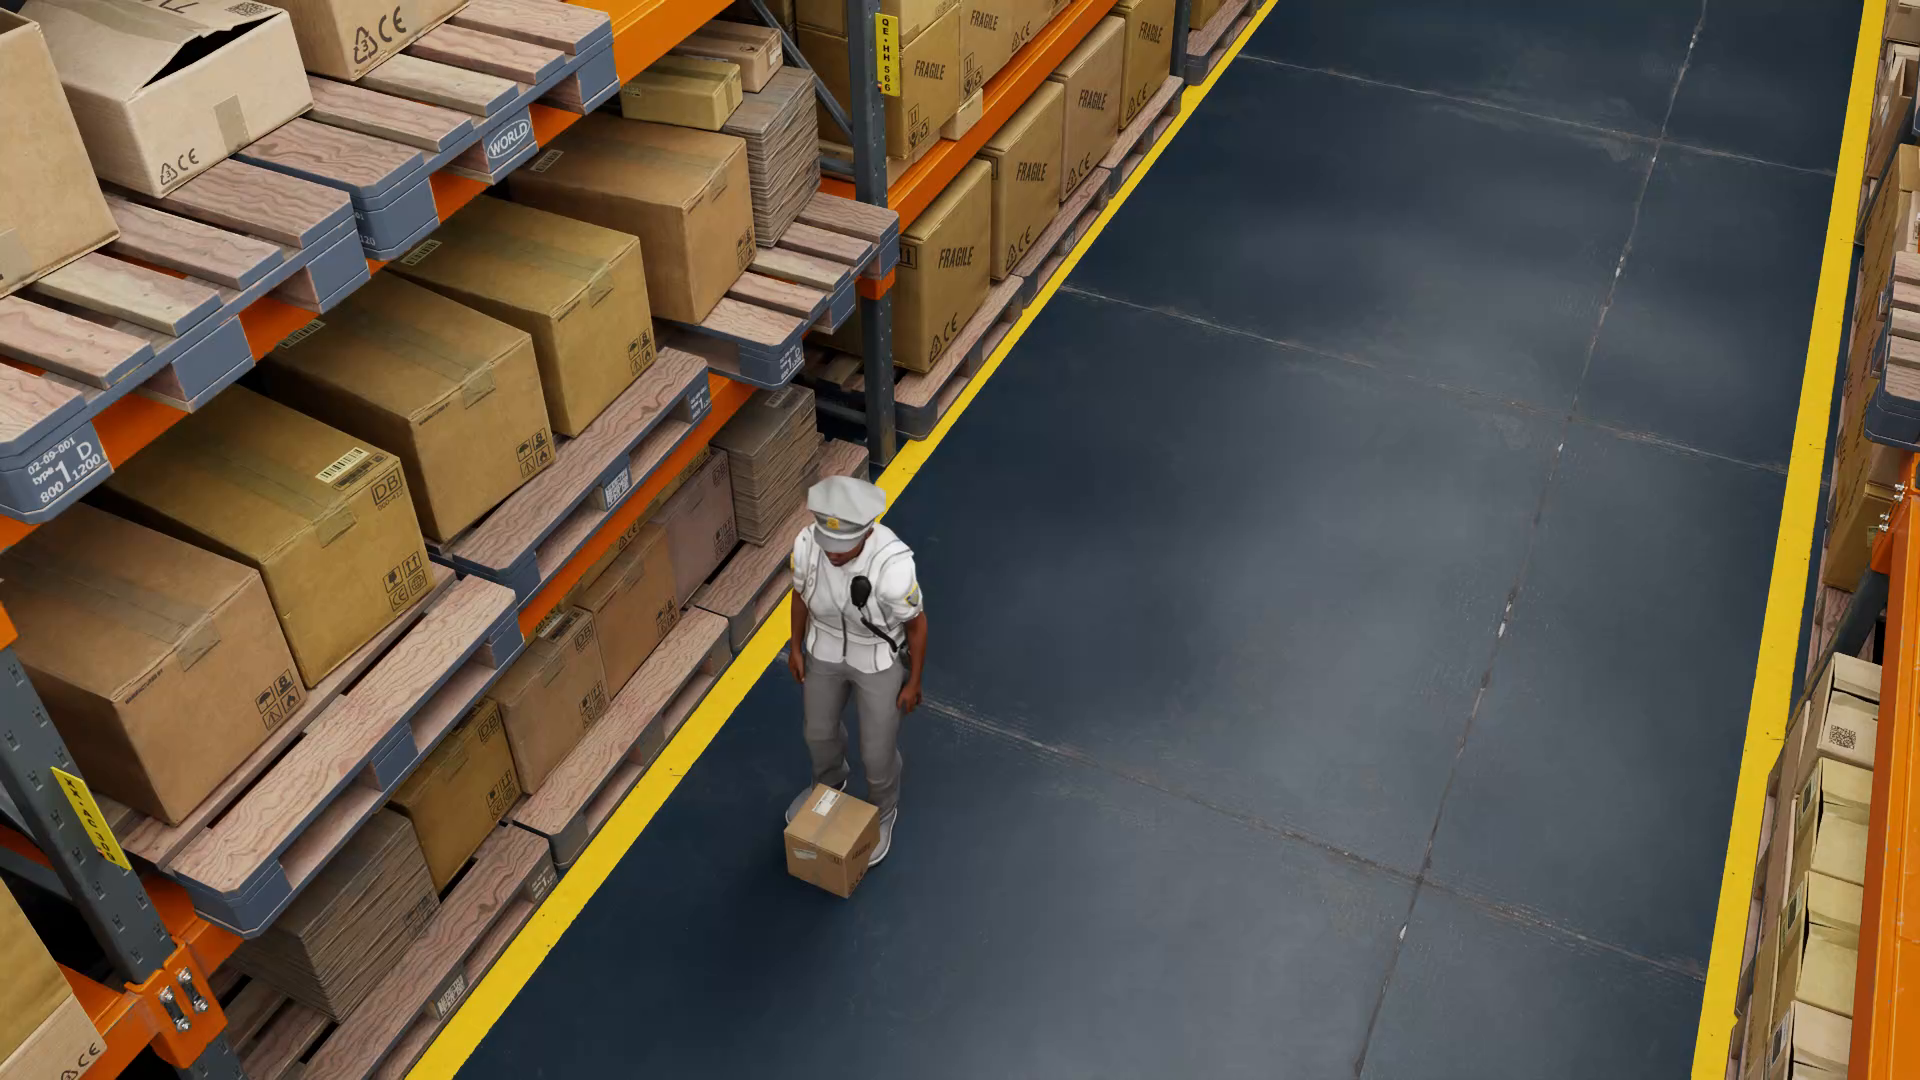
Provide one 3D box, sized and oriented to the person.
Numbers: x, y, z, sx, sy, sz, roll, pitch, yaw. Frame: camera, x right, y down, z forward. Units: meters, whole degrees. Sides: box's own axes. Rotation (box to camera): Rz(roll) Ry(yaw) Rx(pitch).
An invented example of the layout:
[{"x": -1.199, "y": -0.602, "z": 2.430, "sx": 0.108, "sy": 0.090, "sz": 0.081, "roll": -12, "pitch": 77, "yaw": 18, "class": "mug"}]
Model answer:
[{"x": -0.374, "y": 0.429, "z": 5.689, "sx": 0.526, "sy": 1.658, "sz": 0.427, "roll": 15, "pitch": 44, "yaw": 16, "class": "person"}]
